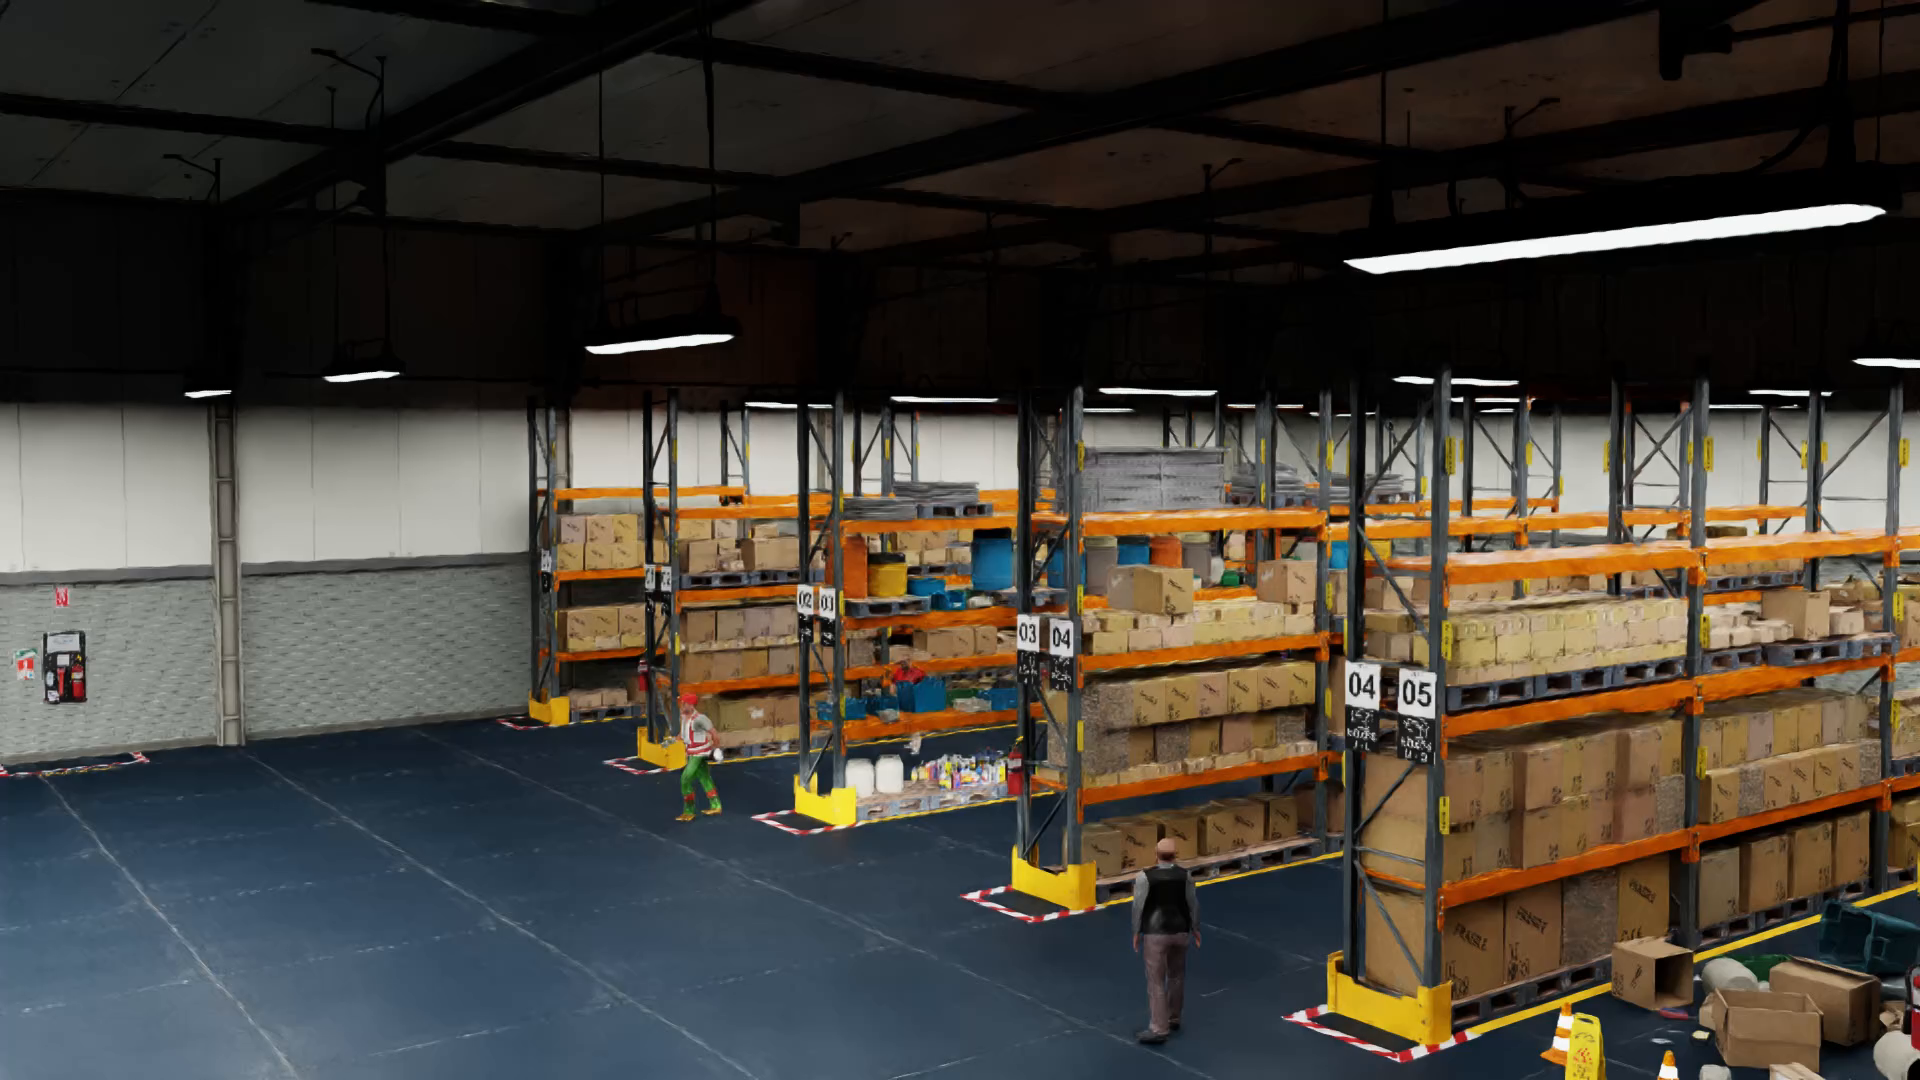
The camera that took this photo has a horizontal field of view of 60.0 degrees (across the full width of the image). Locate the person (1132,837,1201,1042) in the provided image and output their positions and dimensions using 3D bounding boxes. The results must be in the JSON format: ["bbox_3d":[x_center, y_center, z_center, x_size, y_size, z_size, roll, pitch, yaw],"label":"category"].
[{"bbox_3d":[1.785,3.435,14.481,0.646,1.718,0.585,-1,4,-18],"label":"person"}]

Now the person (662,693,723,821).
[{"bbox_3d":[-3.633,2.949,22.851,0.833,1.722,0.703,-2,4,-31],"label":"person"}]

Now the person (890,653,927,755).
[{"bbox_3d":[-0.796,2.745,27.591,0.705,1.561,0.850,2,4,36],"label":"person"}]
